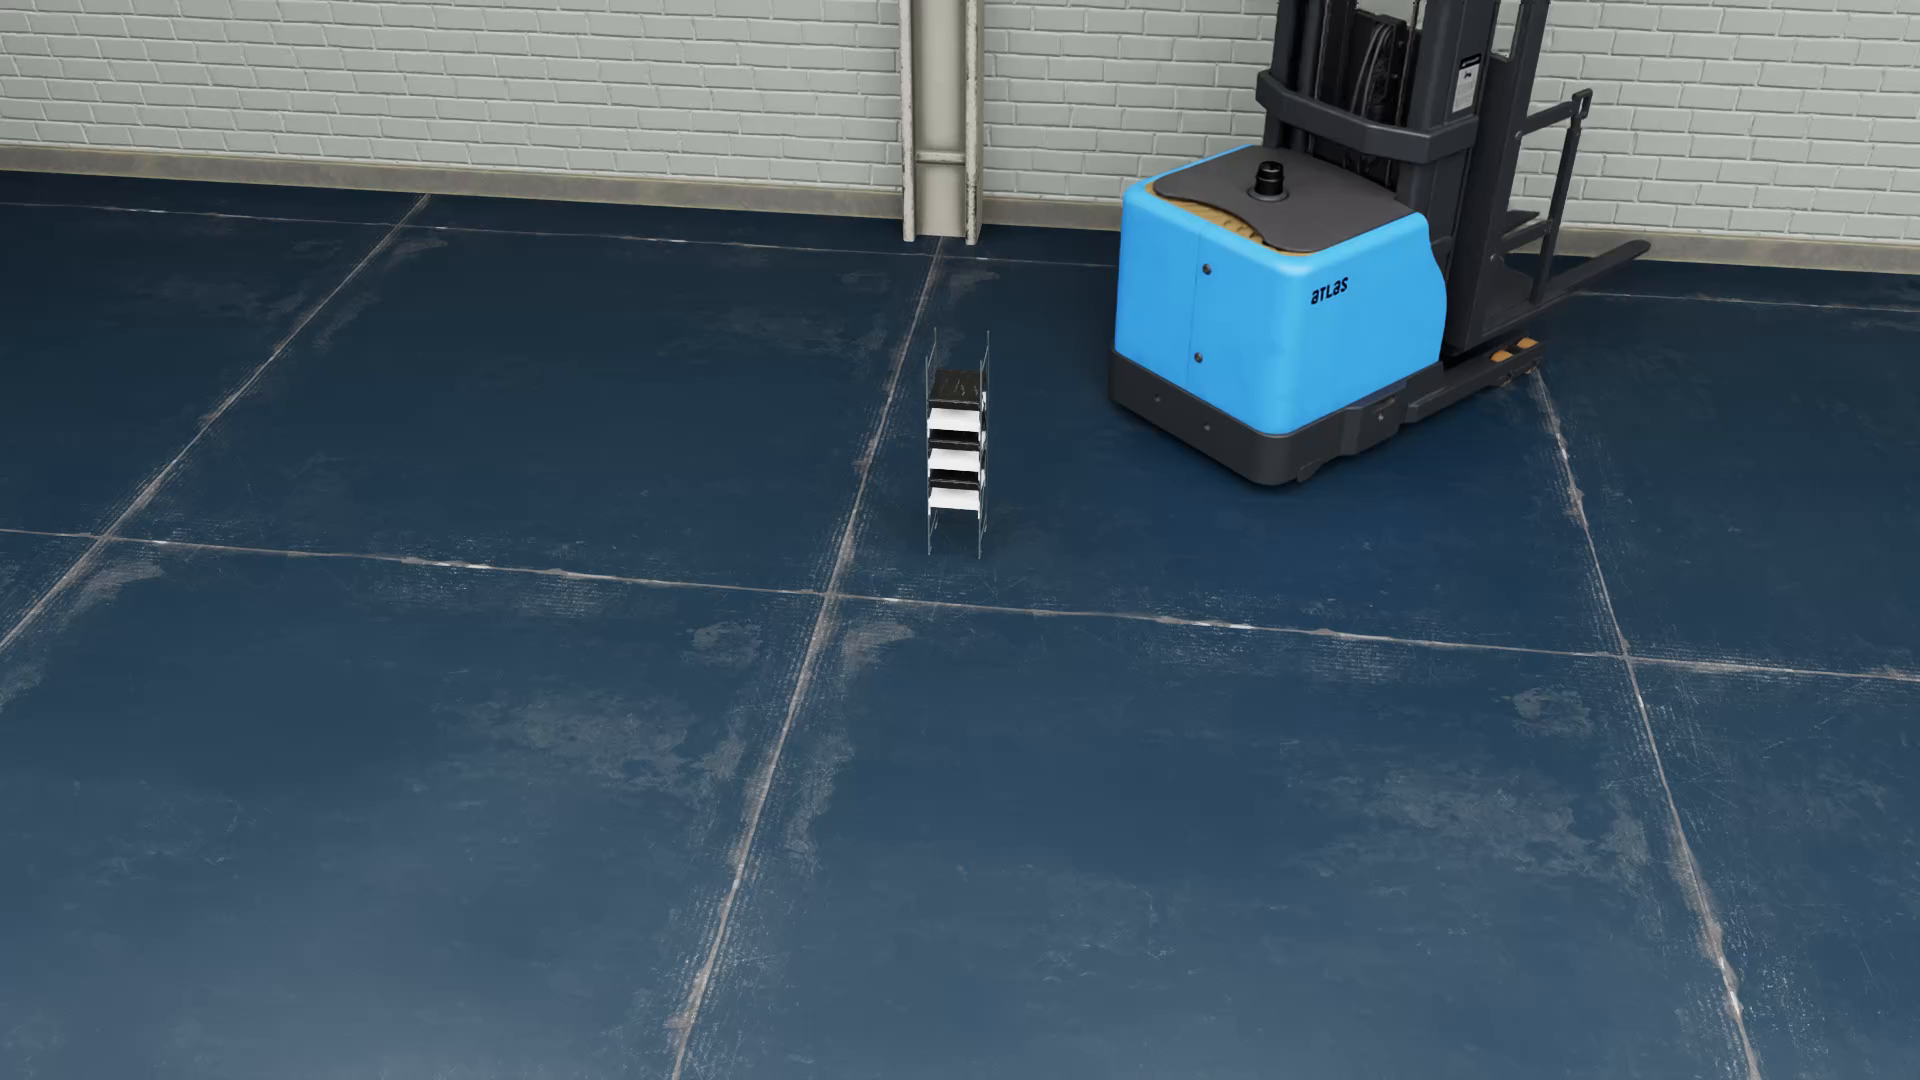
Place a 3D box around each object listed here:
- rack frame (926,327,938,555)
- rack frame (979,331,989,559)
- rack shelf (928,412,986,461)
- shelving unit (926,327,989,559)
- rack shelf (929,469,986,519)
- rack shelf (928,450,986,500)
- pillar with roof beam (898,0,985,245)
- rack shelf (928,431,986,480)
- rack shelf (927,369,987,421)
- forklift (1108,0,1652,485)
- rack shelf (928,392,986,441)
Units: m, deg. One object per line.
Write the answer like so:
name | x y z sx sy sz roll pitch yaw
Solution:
rack frame | -0.109 -0.374 6.500 0.006 0.900 0.240 4 36 6
rack frame | 0.093 -0.359 6.479 0.006 0.900 0.240 4 36 6
rack shelf | -0.008 -0.413 6.457 0.200 0.077 0.258 4 36 6
shelving unit | -0.008 -0.367 6.489 0.210 0.900 0.258 4 36 6
rack shelf | -0.008 -0.193 6.613 0.200 0.077 0.258 4 36 6
rack shelf | -0.008 -0.267 6.561 0.200 0.077 0.258 4 36 6
pillar with roof beam | -0.639 -2.880 3.039 0.400 9.000 9.100 4 36 6
rack shelf | -0.008 -0.340 6.509 0.200 0.077 0.258 4 36 6
rack shelf | -0.008 -0.560 6.352 0.200 0.077 0.258 4 36 6
forklift | 2.139 -2.123 7.202 3.031 2.935 1.130 -25 42 -31
rack shelf | -0.008 -0.486 6.404 0.200 0.077 0.258 4 36 6
